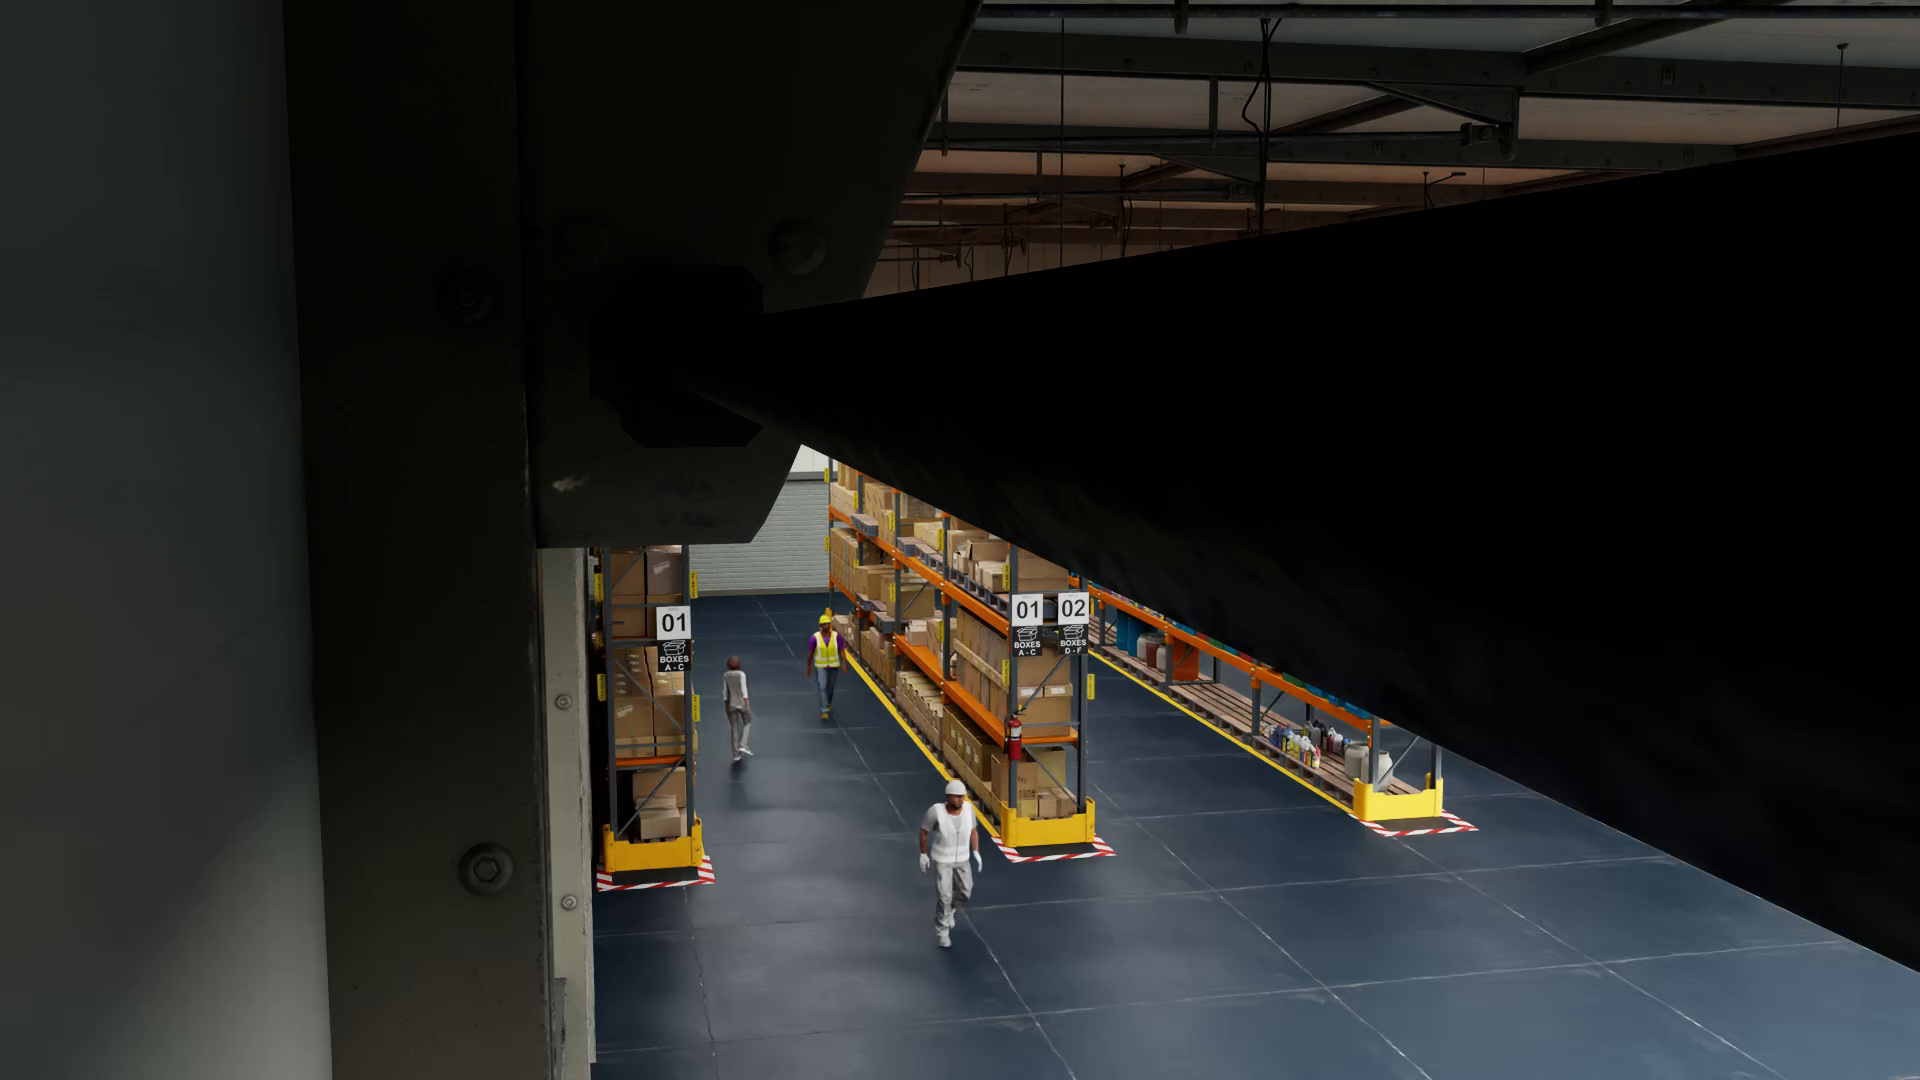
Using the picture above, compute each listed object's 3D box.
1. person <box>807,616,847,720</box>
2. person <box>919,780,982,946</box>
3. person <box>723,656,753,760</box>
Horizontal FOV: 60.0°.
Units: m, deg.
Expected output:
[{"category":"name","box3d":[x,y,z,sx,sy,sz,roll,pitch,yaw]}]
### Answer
[{"category":"person","box3d":[-2.246,2.136,28.112,0.655,1.706,1.085,-1,7,-11]},{"category":"person","box3d":[-0.140,3.374,17.664,0.613,1.765,0.666,-3,8,-26]},{"category":"person","box3d":[-3.384,2.543,25.244,0.445,1.578,0.470,0,7,1]}]
